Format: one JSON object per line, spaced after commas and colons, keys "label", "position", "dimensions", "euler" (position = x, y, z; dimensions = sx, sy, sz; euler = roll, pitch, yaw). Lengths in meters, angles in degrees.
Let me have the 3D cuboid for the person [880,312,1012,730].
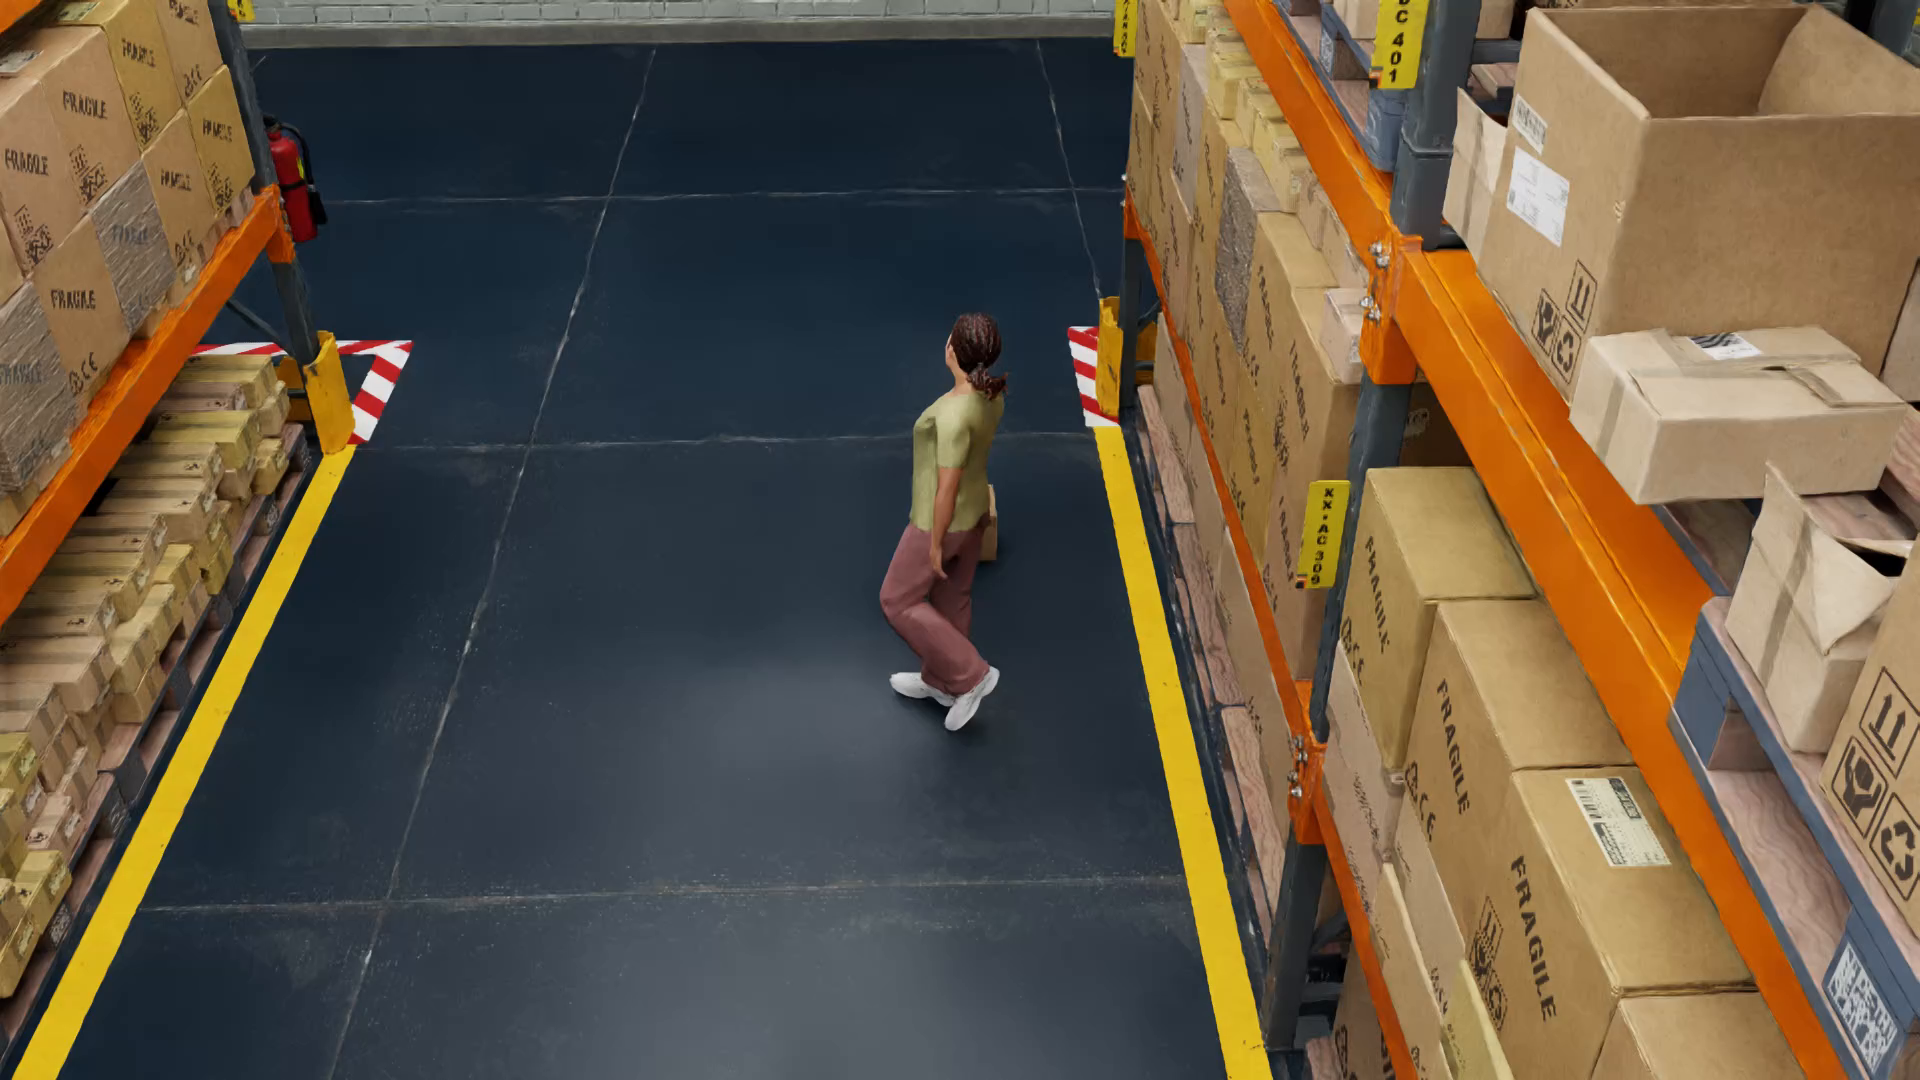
{"label": "person", "position": [-0.018, -0.070, 6.241], "dimensions": [0.478, 1.656, 0.525], "euler": [18, 39, 23]}
